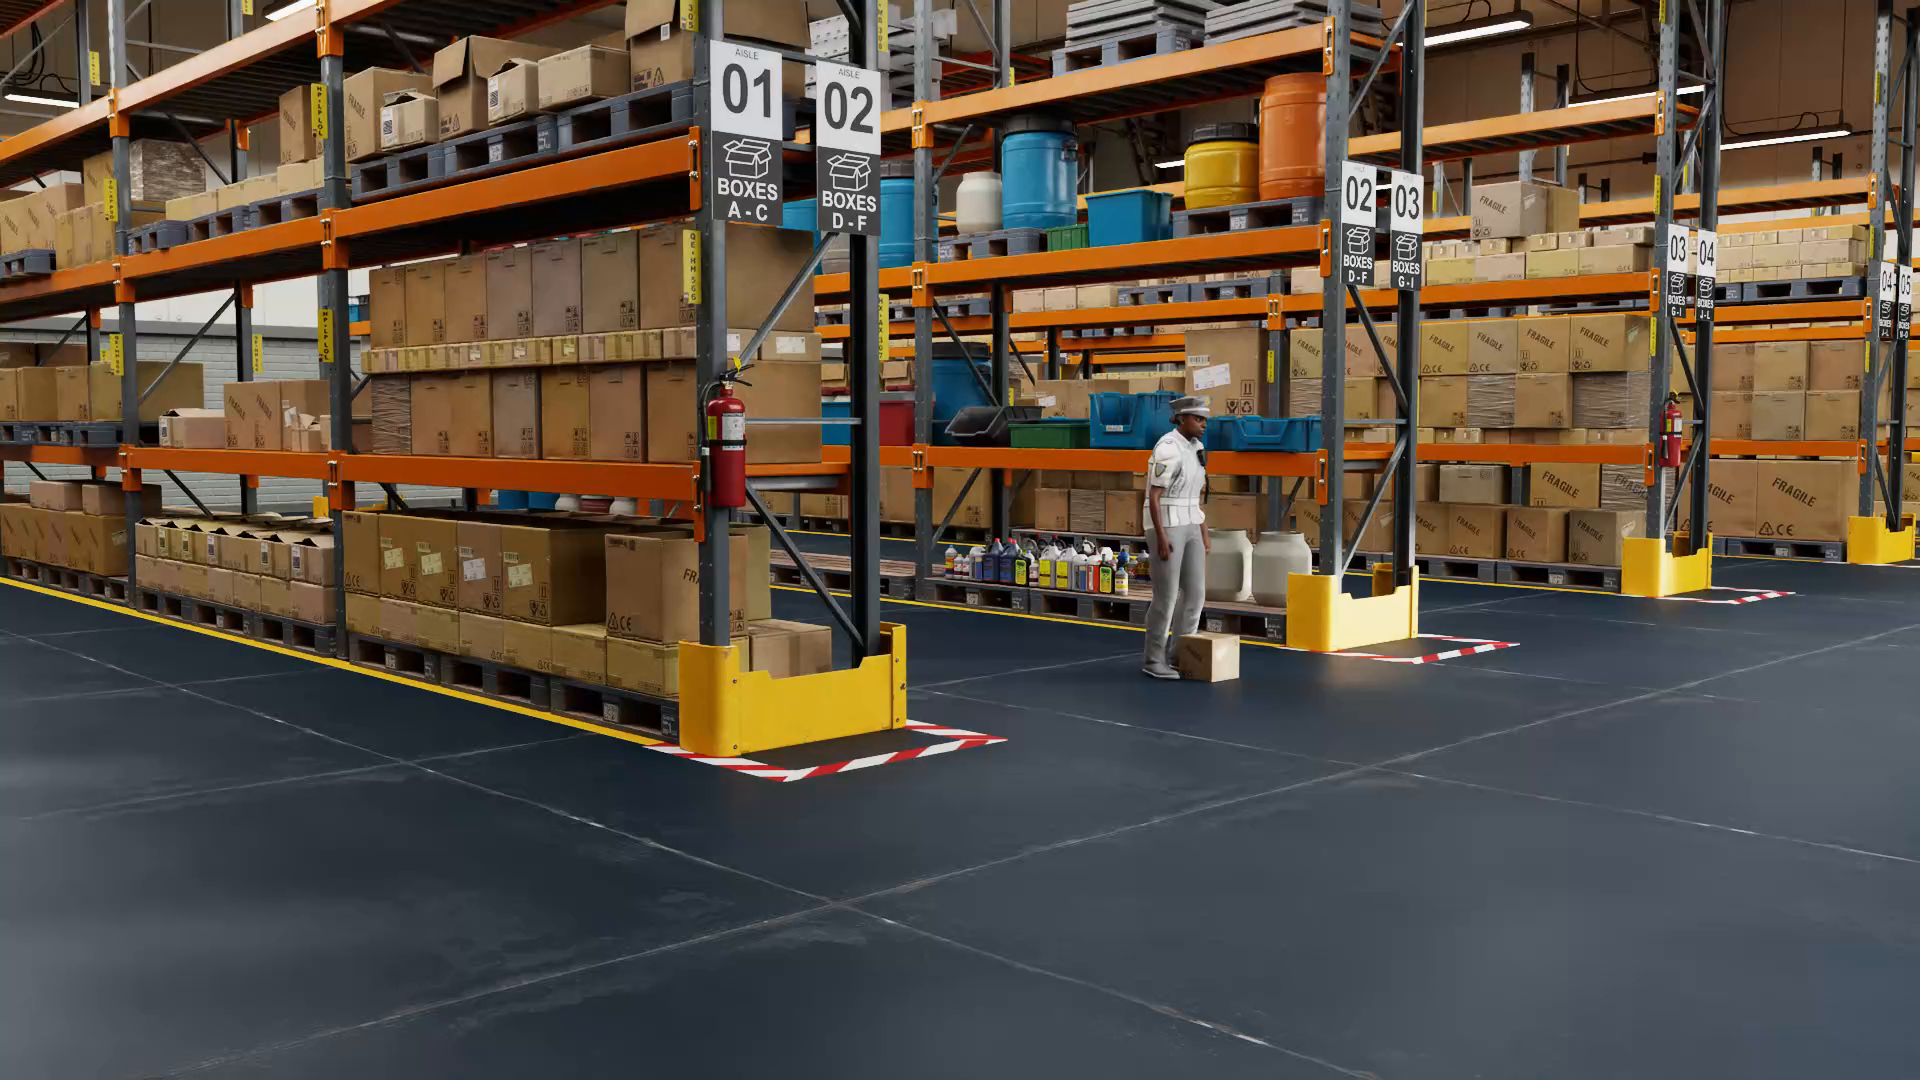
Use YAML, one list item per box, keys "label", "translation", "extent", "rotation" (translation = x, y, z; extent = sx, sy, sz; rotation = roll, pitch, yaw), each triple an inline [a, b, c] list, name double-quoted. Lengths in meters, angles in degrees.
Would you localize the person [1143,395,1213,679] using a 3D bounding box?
- label: "person"
  translation: [1.302, -0.028, 9.909]
  extent: [0.392, 1.663, 0.529]
  rotation: [4, 6, 43]
